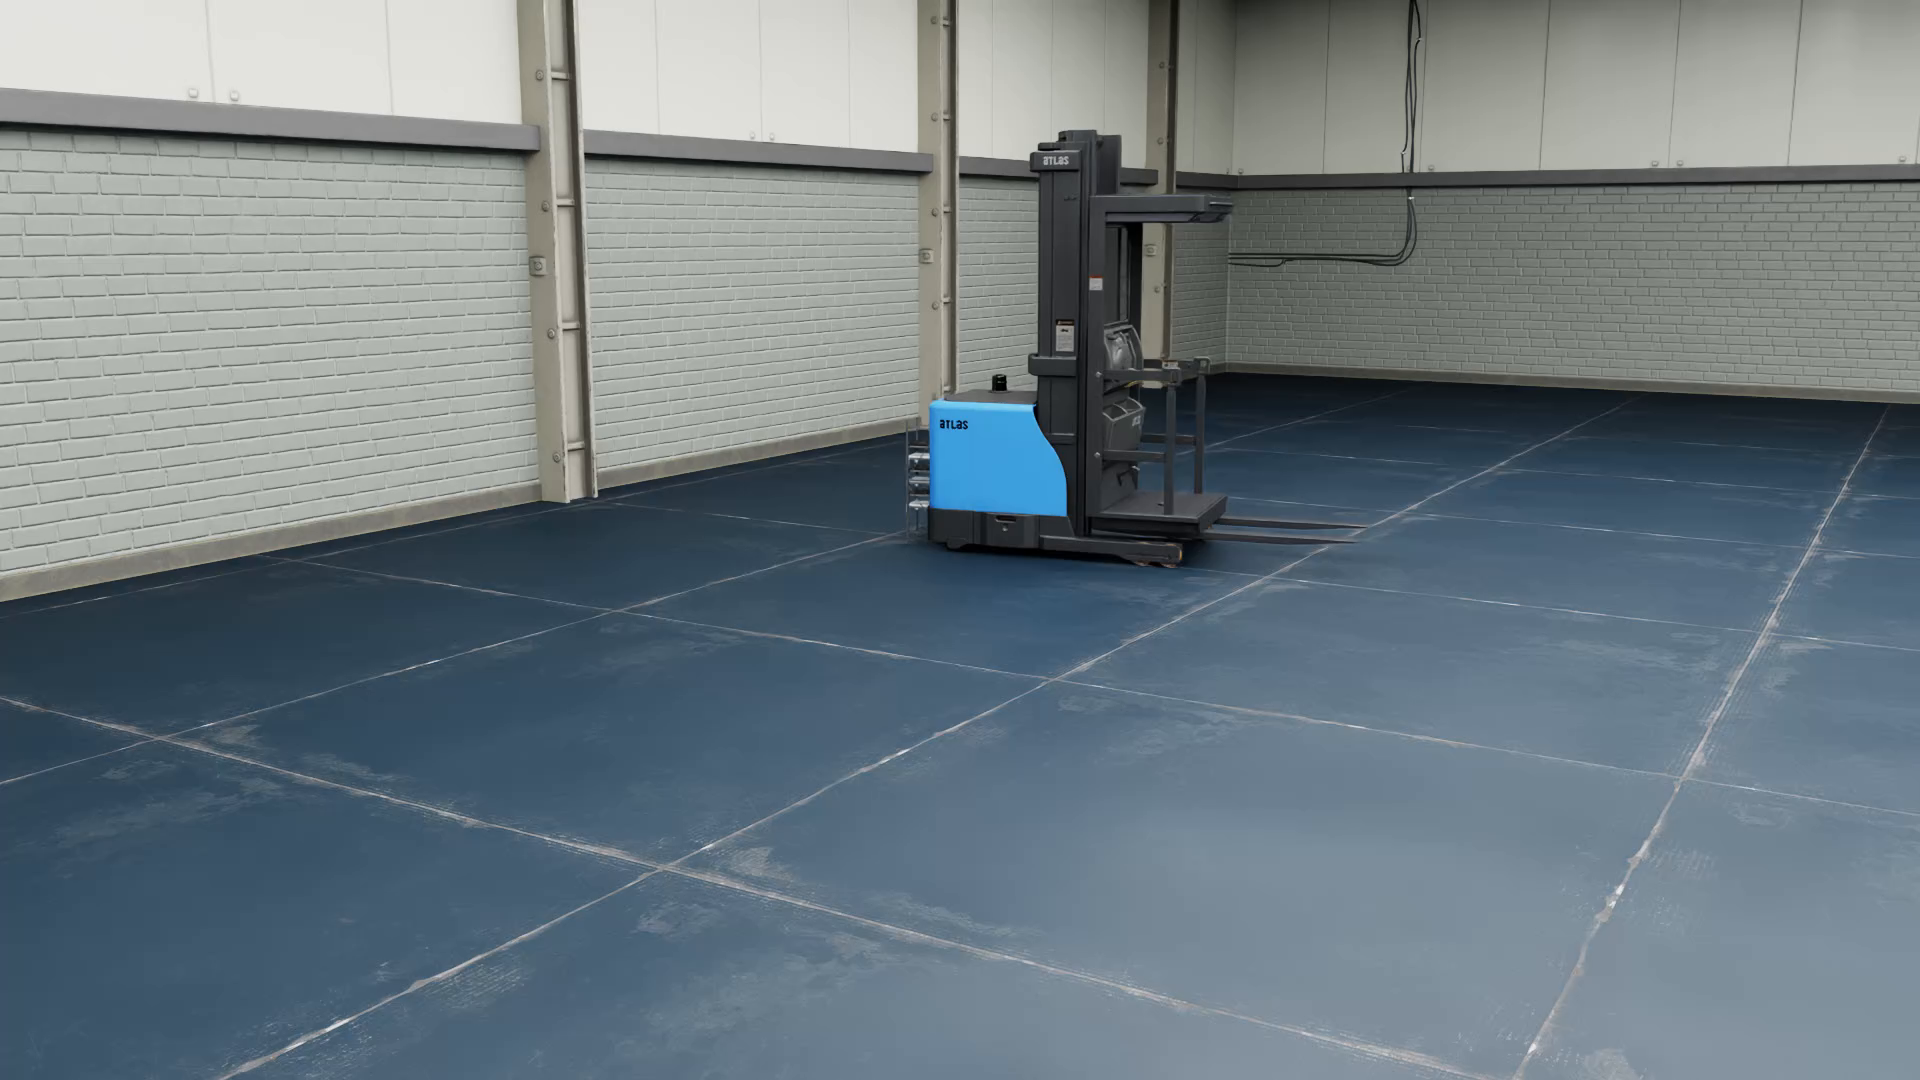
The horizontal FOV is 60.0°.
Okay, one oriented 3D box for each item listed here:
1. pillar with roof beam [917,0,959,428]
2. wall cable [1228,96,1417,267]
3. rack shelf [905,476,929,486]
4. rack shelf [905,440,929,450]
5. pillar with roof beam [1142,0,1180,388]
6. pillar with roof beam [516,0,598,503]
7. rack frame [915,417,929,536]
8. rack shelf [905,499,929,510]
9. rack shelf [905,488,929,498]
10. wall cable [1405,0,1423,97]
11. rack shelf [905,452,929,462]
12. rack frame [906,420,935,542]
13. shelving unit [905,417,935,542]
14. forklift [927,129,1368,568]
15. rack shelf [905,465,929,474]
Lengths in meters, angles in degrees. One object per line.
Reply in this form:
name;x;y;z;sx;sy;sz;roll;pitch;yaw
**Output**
pillar with roof beam;3.436;-5.314;16.297;9.100;9.000;0.400;6;12;31
wall cable;5.532;-5.479;25.620;3.097;2.526;0.112;6;12;31
rack shelf;-0.250;-0.419;12.345;0.258;0.077;0.200;4;11;18
rack shelf;-0.250;-0.685;12.295;0.258;0.077;0.200;4;11;18
pillar with roof beam;6.552;-6.257;21.338;9.100;9.000;0.400;6;12;31
pillar with roof beam;0.321;-4.370;11.257;9.100;9.000;0.400;6;12;31
rack frame;-0.218;-0.470;12.433;0.240;0.900;0.006;4;11;18
rack shelf;-0.250;-0.242;12.378;0.258;0.077;0.200;4;11;18
rack shelf;-0.250;-0.331;12.361;0.258;0.077;0.200;4;11;18
wall cable;7.844;-7.703;23.775;3.097;2.526;0.112;6;12;31
rack shelf;-0.250;-0.596;12.311;0.258;0.077;0.200;4;11;18
rack frame;-0.283;-0.434;12.244;0.240;0.900;0.006;4;11;18
shelving unit;-0.250;-0.452;12.338;0.258;0.900;0.210;4;11;18
forklift;1.338;-1.361;11.674;3.031;2.935;1.130;4;11;19
rack shelf;-0.250;-0.508;12.328;0.258;0.077;0.200;4;11;18
